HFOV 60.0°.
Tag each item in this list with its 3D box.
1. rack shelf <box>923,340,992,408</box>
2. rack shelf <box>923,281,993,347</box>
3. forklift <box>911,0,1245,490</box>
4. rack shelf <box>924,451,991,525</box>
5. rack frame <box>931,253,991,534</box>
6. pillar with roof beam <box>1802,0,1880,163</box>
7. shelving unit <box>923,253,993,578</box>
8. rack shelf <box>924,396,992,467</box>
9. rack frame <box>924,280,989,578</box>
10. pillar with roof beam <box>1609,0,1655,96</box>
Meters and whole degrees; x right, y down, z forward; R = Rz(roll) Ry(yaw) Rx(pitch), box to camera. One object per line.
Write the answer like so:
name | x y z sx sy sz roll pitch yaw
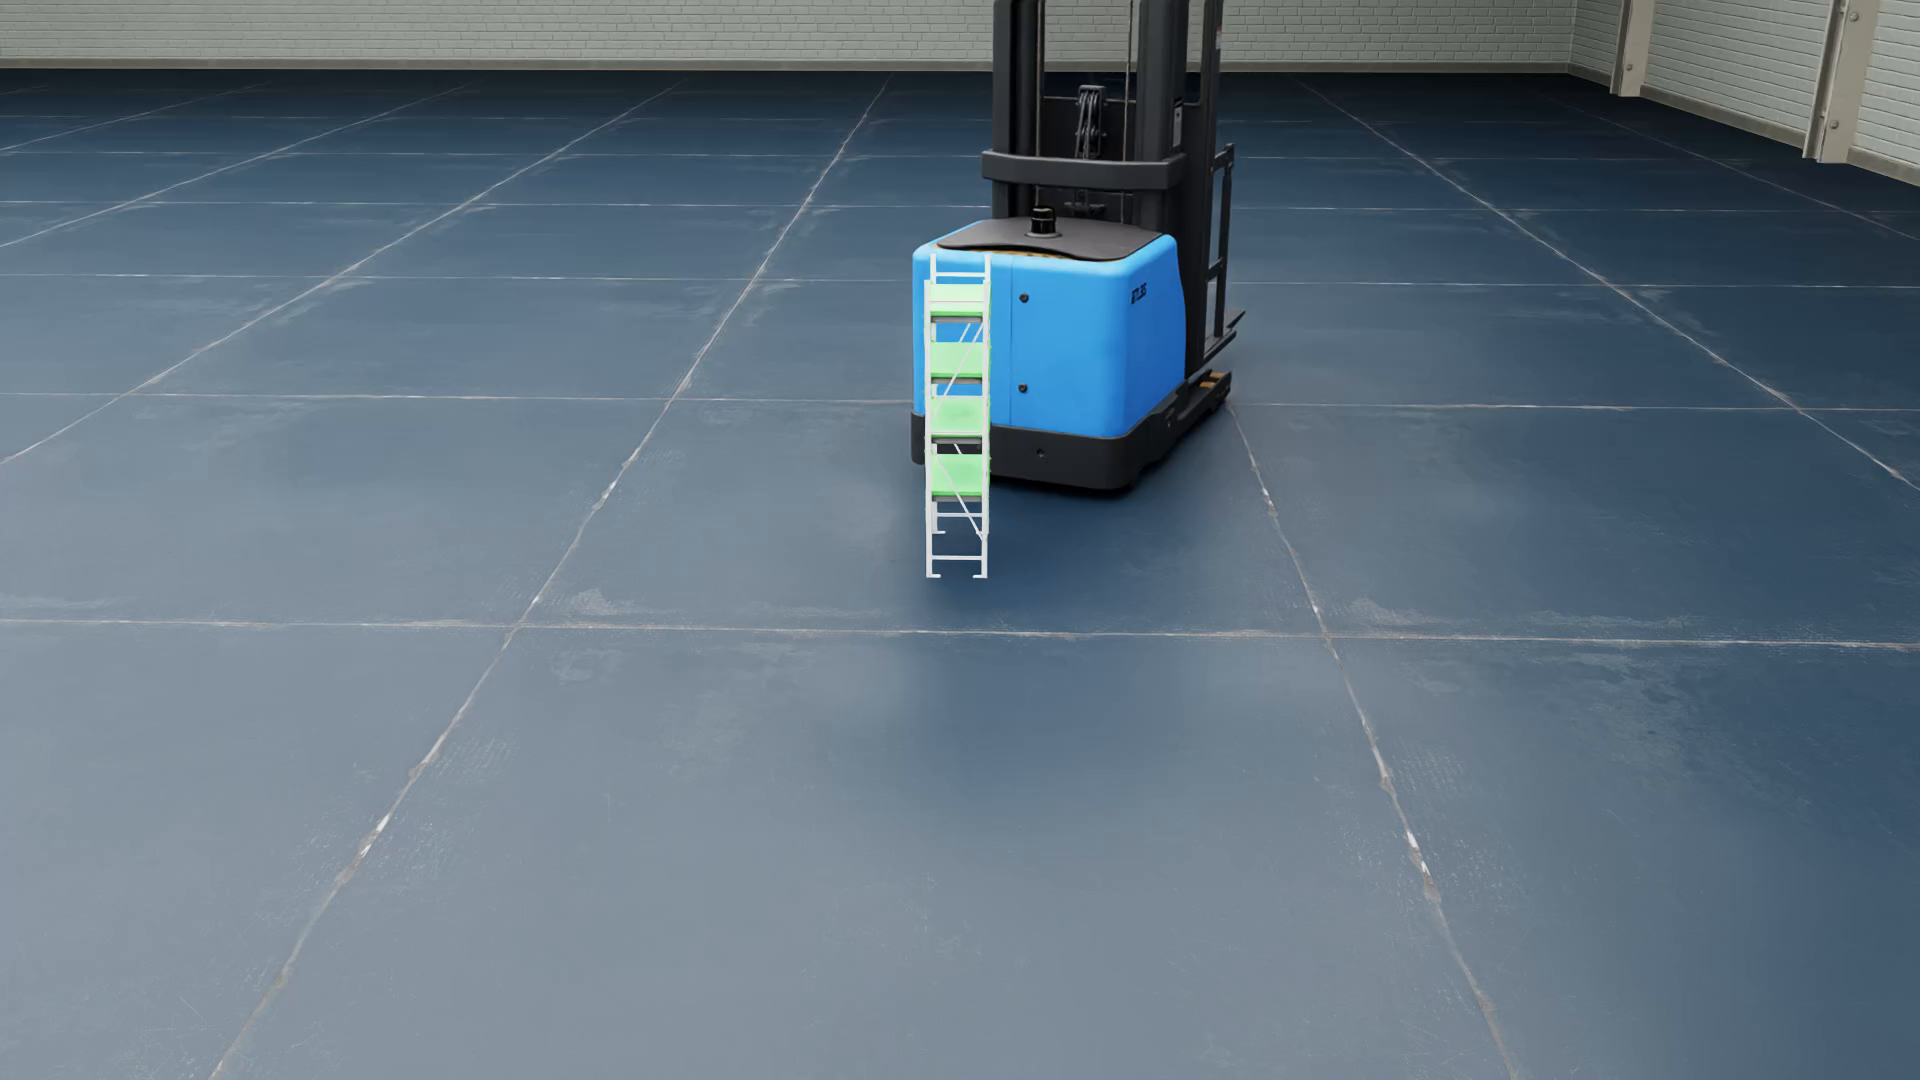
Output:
rack shelf | -0.005 -0.664 6.594 0.258 0.148 0.480 1 21 2
rack shelf | -0.005 -0.887 6.507 0.258 0.148 0.480 1 21 2
forklift | 0.811 -2.089 8.361 1.130 2.935 3.031 9 23 21
rack shelf | -0.005 -0.216 6.768 0.258 0.148 0.480 1 21 2
rack frame | 0.002 -0.588 6.885 0.240 1.200 0.015 1 21 2
pillar with roof beam | 4.593 -8.147 15.586 9.100 9.000 0.400 1 21 2
shelving unit | -0.005 -0.500 6.658 0.258 1.200 0.503 1 21 2
rack shelf | -0.005 -0.440 6.681 0.258 0.148 0.480 1 21 2
rack frame | -0.012 -0.411 6.430 0.240 1.200 0.015 1 21 2
pillar with roof beam | 4.776 -10.316 21.177 9.100 9.000 0.400 1 21 2
